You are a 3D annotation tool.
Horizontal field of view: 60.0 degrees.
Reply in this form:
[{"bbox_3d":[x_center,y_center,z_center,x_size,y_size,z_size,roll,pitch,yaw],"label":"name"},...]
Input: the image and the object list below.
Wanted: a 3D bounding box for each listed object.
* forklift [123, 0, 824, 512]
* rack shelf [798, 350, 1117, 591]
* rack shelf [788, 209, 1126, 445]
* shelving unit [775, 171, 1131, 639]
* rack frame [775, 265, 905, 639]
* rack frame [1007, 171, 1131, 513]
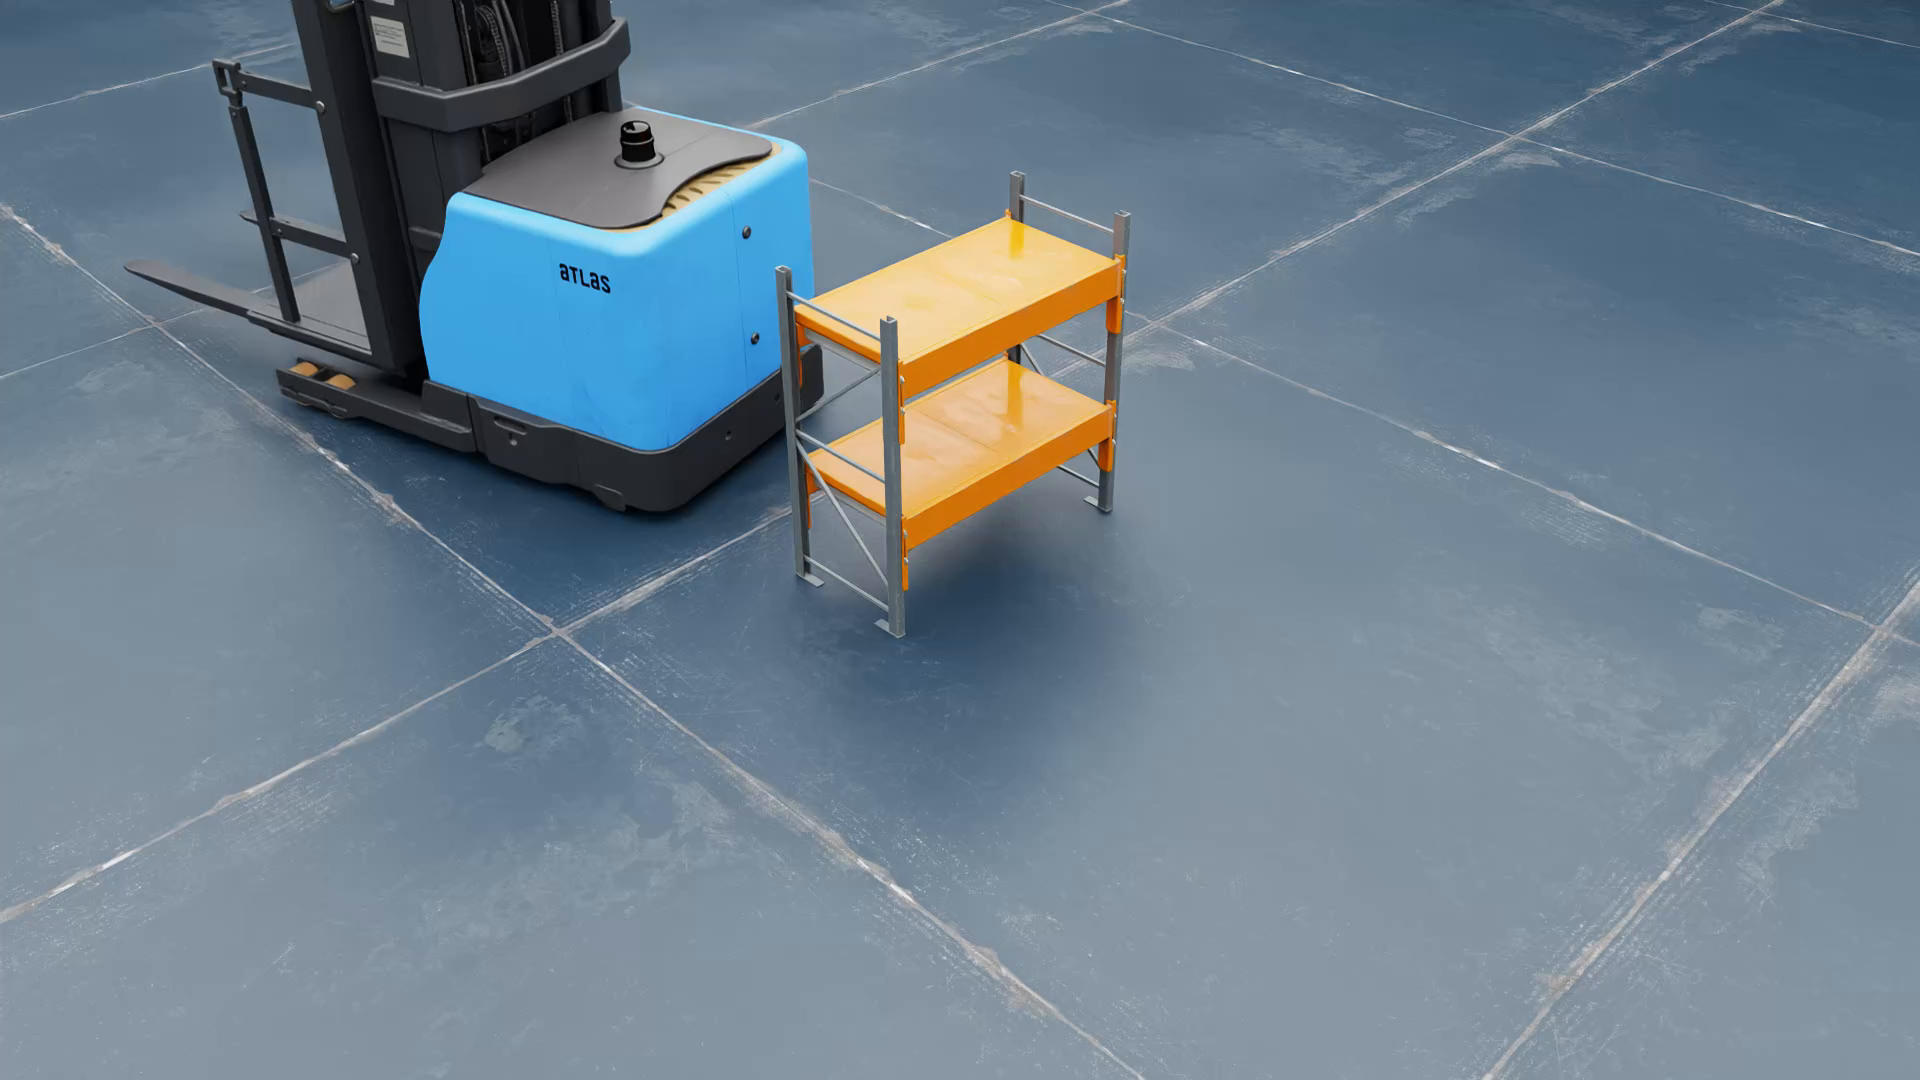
[{"bbox_3d":[-2.061,-1.912,5.929,3.031,2.935,1.130,18,39,24],"label":"forklift"},{"bbox_3d":[-0.005,-0.258,5.564,0.538,0.278,1.000,30,45,35],"label":"rack shelf"},{"bbox_3d":[-0.005,-0.699,5.257,0.538,0.278,1.000,30,45,35],"label":"rack shelf"},{"bbox_3d":[-0.005,-0.459,5.424,0.538,1.125,1.048,30,45,35],"label":"shelving unit"},{"bbox_3d":[-0.363,-0.252,5.128,0.500,1.125,0.032,30,45,35],"label":"rack frame"},{"bbox_3d":[0.353,-0.665,5.720,0.500,1.125,0.032,30,45,35],"label":"rack frame"}]
